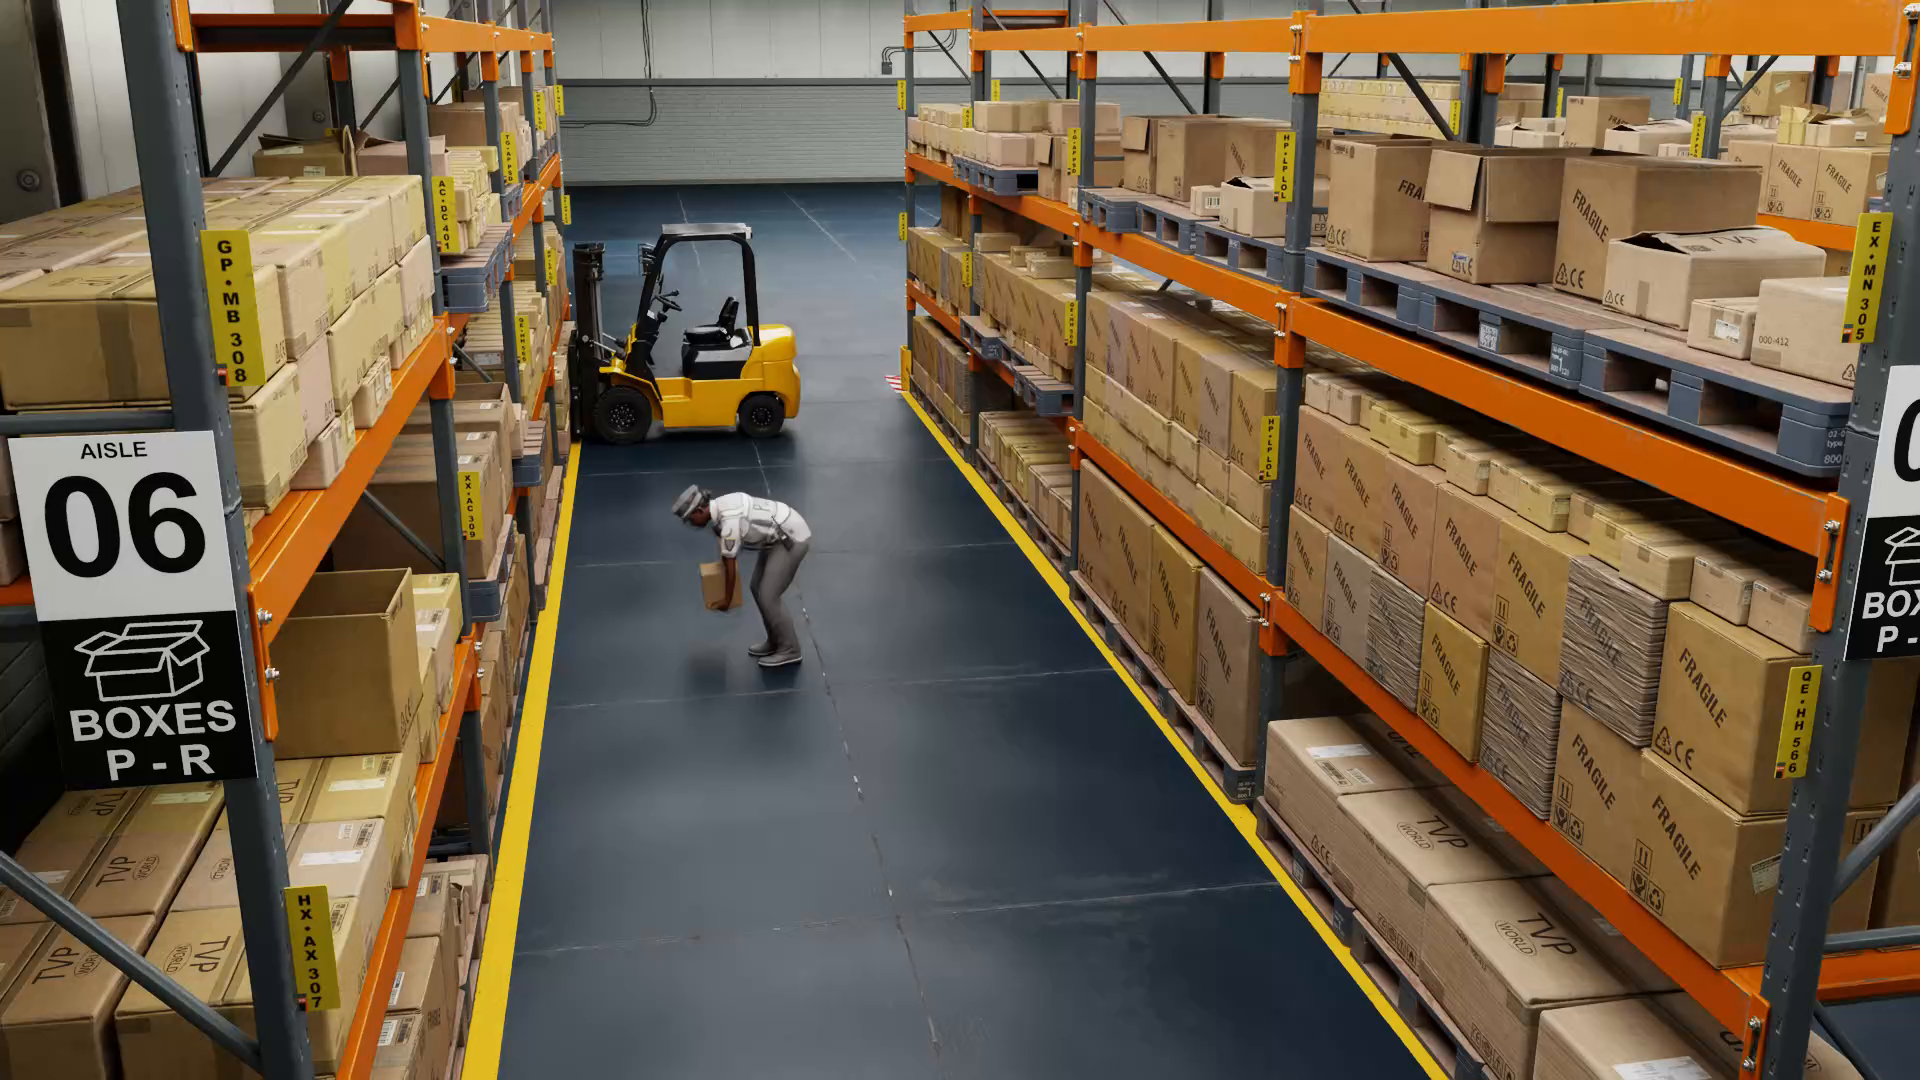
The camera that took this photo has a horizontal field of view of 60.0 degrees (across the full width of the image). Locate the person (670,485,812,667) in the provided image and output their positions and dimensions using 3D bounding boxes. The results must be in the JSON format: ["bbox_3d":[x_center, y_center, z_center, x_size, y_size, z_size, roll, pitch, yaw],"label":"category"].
[{"bbox_3d":[-1.445,0.226,11.047,0.917,1.230,0.412,-4,17,-12],"label":"person"}]
